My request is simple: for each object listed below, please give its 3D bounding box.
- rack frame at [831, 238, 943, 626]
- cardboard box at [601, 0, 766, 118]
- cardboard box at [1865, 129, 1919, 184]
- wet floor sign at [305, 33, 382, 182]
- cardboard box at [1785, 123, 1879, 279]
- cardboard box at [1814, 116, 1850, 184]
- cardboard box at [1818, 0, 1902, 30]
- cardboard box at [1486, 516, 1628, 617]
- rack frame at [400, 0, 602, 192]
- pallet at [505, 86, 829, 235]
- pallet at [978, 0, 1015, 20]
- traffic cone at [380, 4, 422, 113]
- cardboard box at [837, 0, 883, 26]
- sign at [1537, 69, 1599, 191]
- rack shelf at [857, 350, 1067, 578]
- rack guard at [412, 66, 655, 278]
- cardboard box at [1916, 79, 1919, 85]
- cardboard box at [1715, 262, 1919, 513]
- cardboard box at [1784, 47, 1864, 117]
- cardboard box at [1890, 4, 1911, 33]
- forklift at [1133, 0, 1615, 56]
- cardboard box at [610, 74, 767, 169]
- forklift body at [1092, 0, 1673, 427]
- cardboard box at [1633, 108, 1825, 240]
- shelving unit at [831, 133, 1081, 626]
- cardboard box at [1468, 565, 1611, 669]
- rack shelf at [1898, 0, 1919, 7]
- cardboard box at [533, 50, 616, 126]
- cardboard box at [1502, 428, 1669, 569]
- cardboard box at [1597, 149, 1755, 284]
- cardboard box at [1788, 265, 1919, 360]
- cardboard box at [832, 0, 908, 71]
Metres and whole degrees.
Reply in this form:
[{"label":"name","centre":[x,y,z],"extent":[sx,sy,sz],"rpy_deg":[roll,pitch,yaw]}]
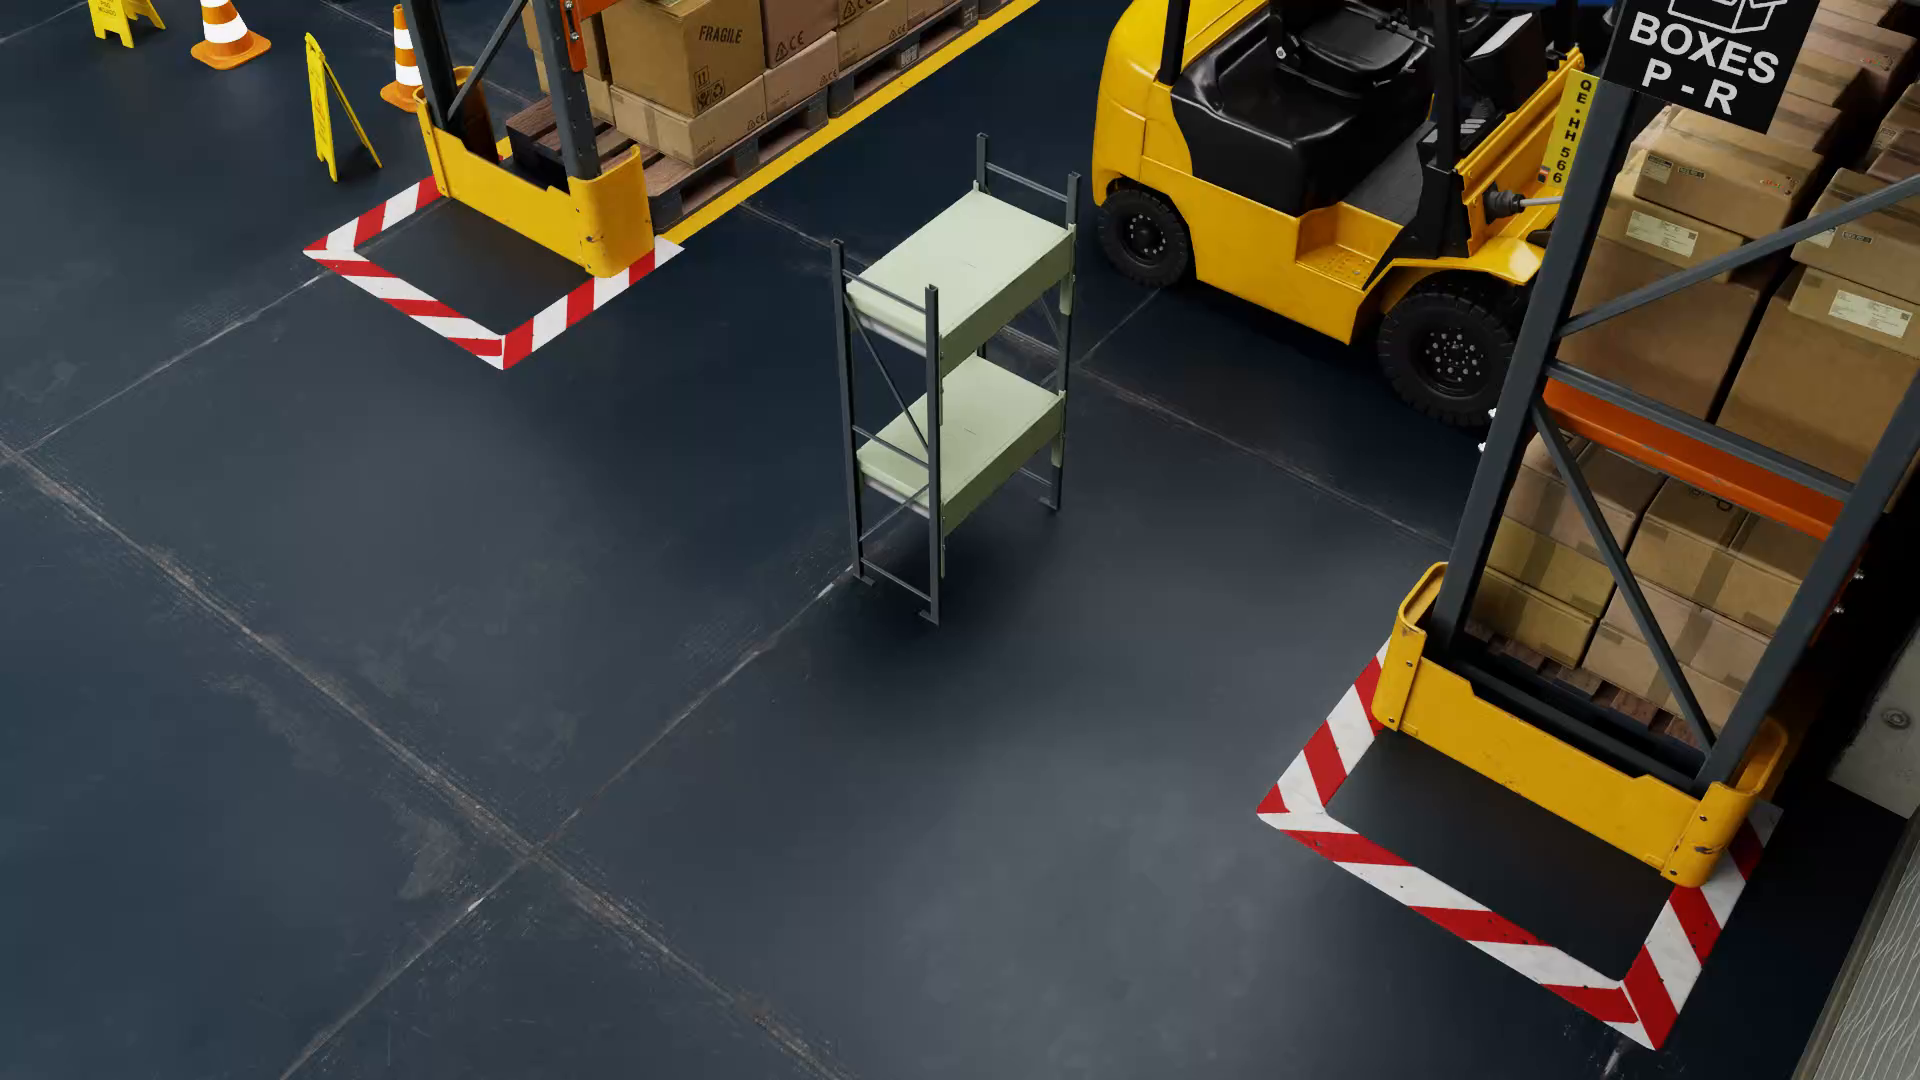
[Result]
[{"label":"rack frame","centre":[-0.228,-0.305,5.504],"extent":[0.400,1.500,0.023],"rpy_deg":[29,53,25]},{"label":"cardboard box","centre":[-1.241,-2.297,7.462],"extent":[0.500,0.500,0.500],"rpy_deg":[28,52,24]},{"label":"cardboard box","centre":[2.550,-0.881,4.293],"extent":[0.380,0.149,0.250],"rpy_deg":[31,54,26]},{"label":"wet floor sign","centre":[-2.930,-2.041,7.753],"extent":[0.232,0.644,0.267],"rpy_deg":[-25,51,-22]},{"label":"cardboard box","centre":[2.381,-1.022,5.083],"extent":[0.500,0.500,0.500],"rpy_deg":[31,54,26]},{"label":"cardboard box","centre":[2.294,-1.159,4.765],"extent":[0.380,0.149,0.250],"rpy_deg":[30,53,26]},{"label":"cardboard box","centre":[2.563,-1.581,4.962],"extent":[0.380,0.149,0.250],"rpy_deg":[30,53,26]},{"label":"cardboard box","centre":[2.014,-0.082,5.519],"extent":[0.500,0.250,0.500],"rpy_deg":[29,53,25]},{"label":"rack frame","centre":[-1.967,-2.489,6.554],"extent":[1.000,3.000,0.127],"rpy_deg":[29,53,25]},{"label":"pallet","centre":[-1.396,-2.019,8.033],"extent":[1.003,0.211,1.213],"rpy_deg":[29,53,25]},{"label":"pallet","centre":[0.096,-3.415,9.366],"extent":[1.003,0.211,1.213],"rpy_deg":[29,53,25]},{"label":"traffic cone","centre":[-2.725,-2.429,8.251],"extent":[0.336,0.463,0.334],"rpy_deg":[29,53,25]},{"label":"cardboard box","centre":[-0.611,-2.881,8.021],"extent":[0.500,0.500,0.500],"rpy_deg":[30,53,26]},{"label":"sign","centre":[1.543,-1.027,4.192],"extent":[0.100,0.325,0.005],"rpy_deg":[29,53,25]},{"label":"rack shelf","centre":[-0.004,-0.289,5.940],"extent":[0.431,0.370,0.720],"rpy_deg":[29,53,25]},{"label":"rack guard","centre":[-1.920,-1.669,7.499],"extent":[1.175,0.500,0.348],"rpy_deg":[29,53,25]},{"label":"cardboard box","centre":[2.838,-1.183,4.583],"extent":[0.380,0.149,0.250],"rpy_deg":[29,53,25]},{"label":"cardboard box","centre":[2.486,-0.492,4.577],"extent":[0.500,0.500,0.500],"rpy_deg":[31,54,26]},{"label":"cardboard box","centre":[2.280,-1.273,4.668],"extent":[0.380,0.149,0.250],"rpy_deg":[30,53,26]},{"label":"cardboard box","centre":[2.719,-1.623,5.208],"extent":[0.380,0.149,0.250],"rpy_deg":[30,53,25]},{"label":"forklift","centre":[1.940,-3.923,7.971],"extent":[3.031,2.935,1.130],"rpy_deg":[2,46,2]},{"label":"cardboard box","centre":[-1.255,-2.024,7.720],"extent":[0.500,0.250,0.500],"rpy_deg":[29,53,25]},{"label":"forklift body","centre":[1.679,-1.896,6.573],"extent":[2.313,2.155,1.214],"rpy_deg":[29,53,25]},{"label":"cardboard box","centre":[2.016,-0.957,4.366],"extent":[0.380,0.149,0.250],"rpy_deg":[29,53,25]},{"label":"shelving unit","centre":[-0.004,-0.514,5.704],"extent":[0.431,1.500,0.755],"rpy_deg":[29,53,25]},{"label":"cardboard box","centre":[2.001,0.099,5.692],"extent":[0.500,0.250,0.500],"rpy_deg":[30,53,25]},{"label":"rack shelf","centre":[3.186,-2.229,4.728],"extent":[1.077,0.370,4.000],"rpy_deg":[29,53,25]},{"label":"cardboard box","centre":[-1.671,-2.280,7.965],"extent":[0.500,0.250,0.500],"rpy_deg":[29,53,25]},{"label":"cardboard box","centre":[1.998,-0.239,5.324],"extent":[0.500,0.250,0.500],"rpy_deg":[31,54,26]},{"label":"cardboard box","centre":[1.954,-0.878,4.497],"extent":[0.380,0.149,0.250],"rpy_deg":[30,53,25]},{"label":"cardboard box","centre":[2.376,-0.635,4.265],"extent":[0.380,0.149,0.250],"rpy_deg":[28,52,24]},{"label":"cardboard box","centre":[-0.613,-2.631,8.300],"extent":[0.500,0.250,0.500],"rpy_deg":[33,54,27]}]
